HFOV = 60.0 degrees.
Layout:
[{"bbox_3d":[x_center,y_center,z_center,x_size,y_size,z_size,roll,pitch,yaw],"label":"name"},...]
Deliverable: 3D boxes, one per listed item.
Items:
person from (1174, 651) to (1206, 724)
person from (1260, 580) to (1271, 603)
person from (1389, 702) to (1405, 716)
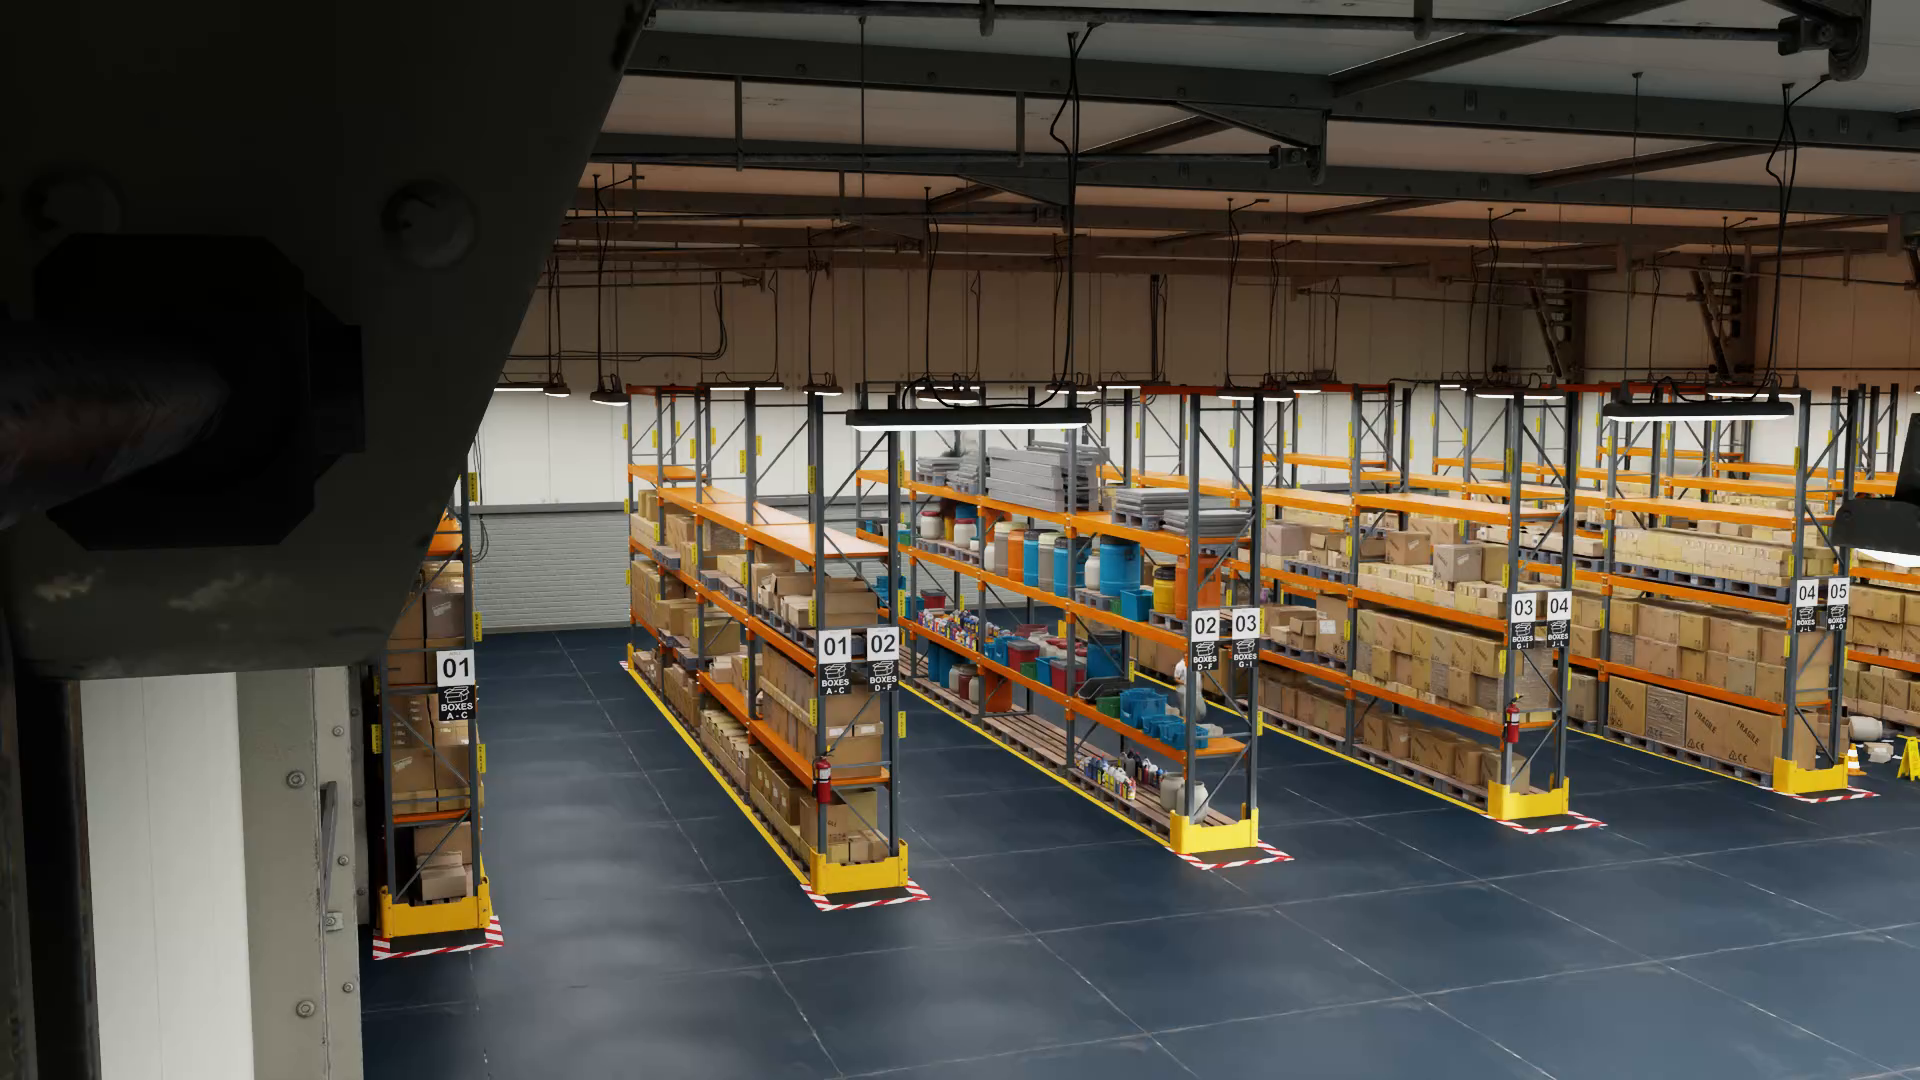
[{"bbox_3d":[3.935,2.605,28.205,0.594,1.623,0.550,-3,7,-26],"label":"person"},{"bbox_3d":[6.683,1.689,37.287,0.526,1.636,0.720,-2,6,-15],"label":"person"},{"bbox_3d":[8.005,2.443,30.013,0.572,1.564,0.605,-3,6,-25],"label":"person"}]
